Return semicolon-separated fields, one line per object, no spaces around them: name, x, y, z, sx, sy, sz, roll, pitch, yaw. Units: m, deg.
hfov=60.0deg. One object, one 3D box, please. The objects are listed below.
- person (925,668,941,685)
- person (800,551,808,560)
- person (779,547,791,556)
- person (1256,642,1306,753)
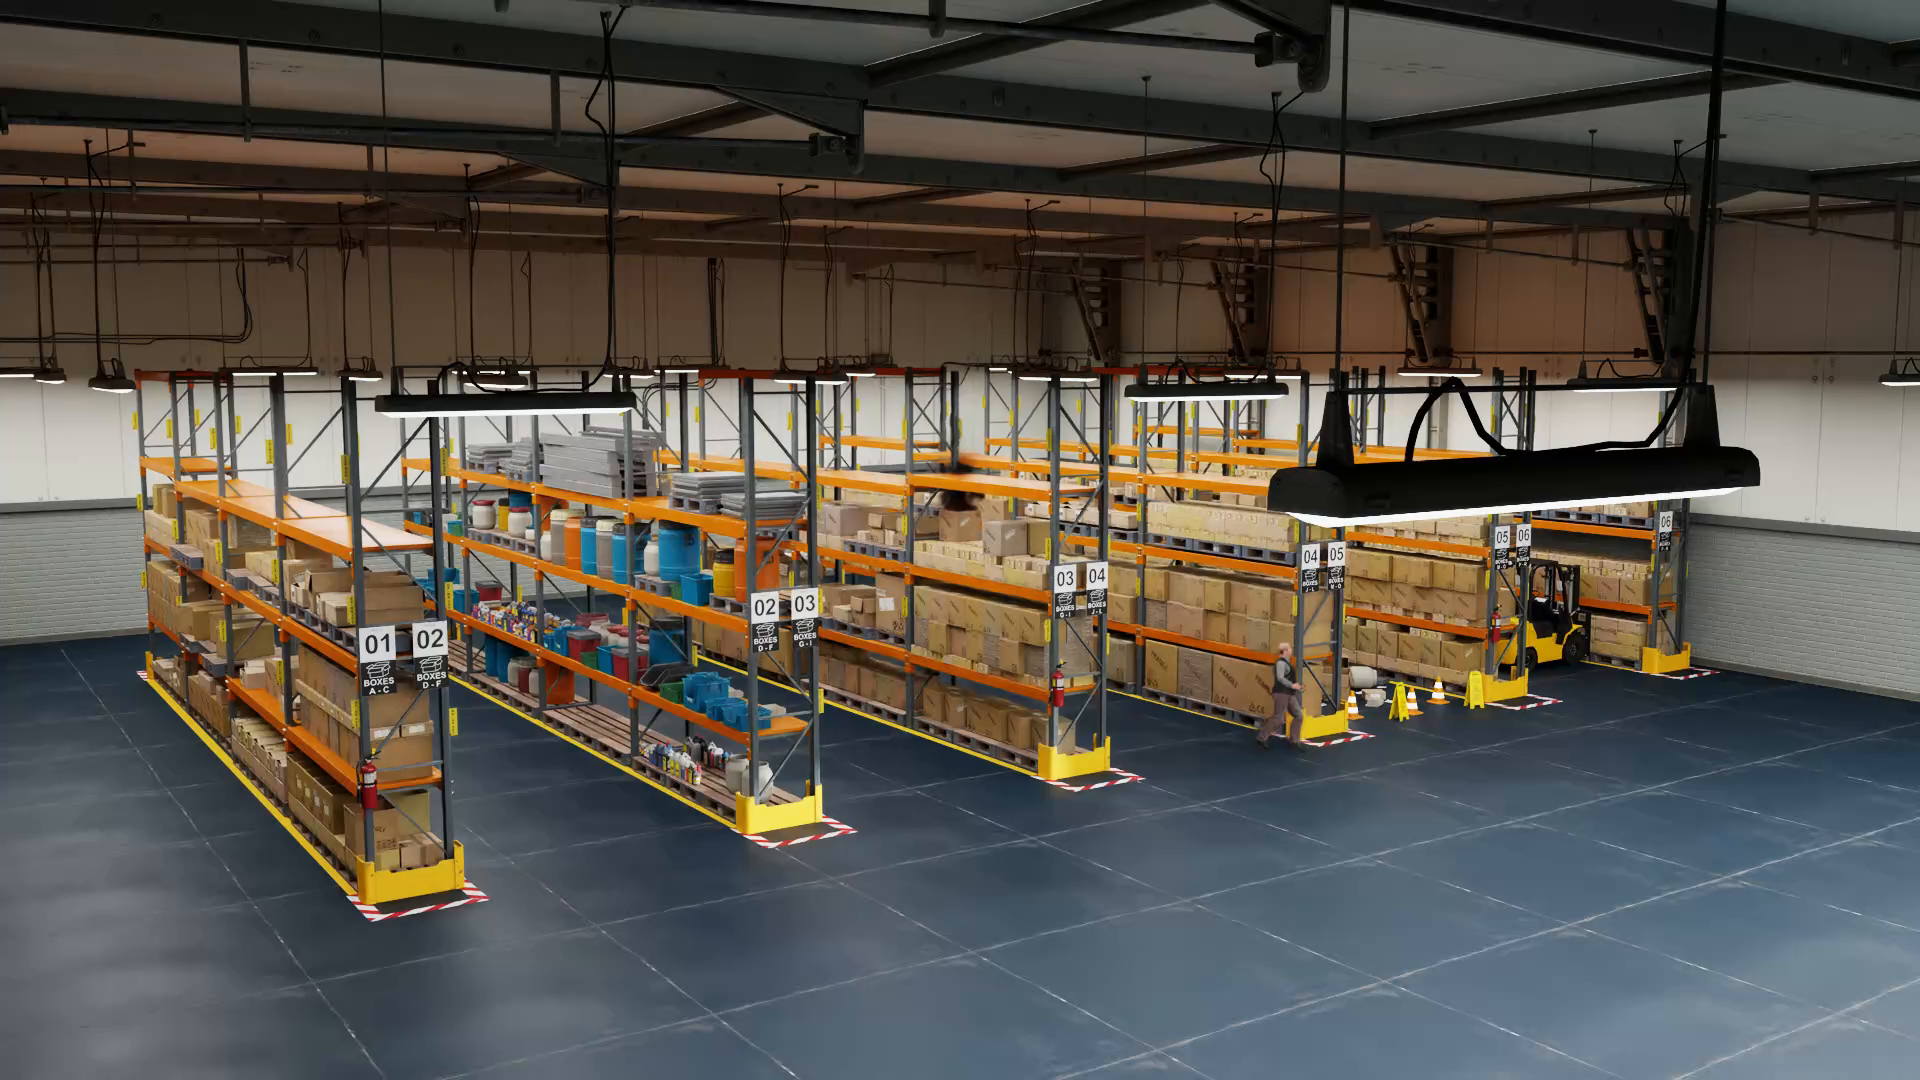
person;-0.390;1.904;31.501;0.646;1.744;0.597;-5;8;-39
person;-4.047;0.810;41.765;1.012;1.618;0.737;-1;7;-8
person;-4.418;0.890;40.720;0.757;1.710;0.782;0;6;-1
person;5.158;2.502;26.500;0.784;1.748;0.705;2;7;21
